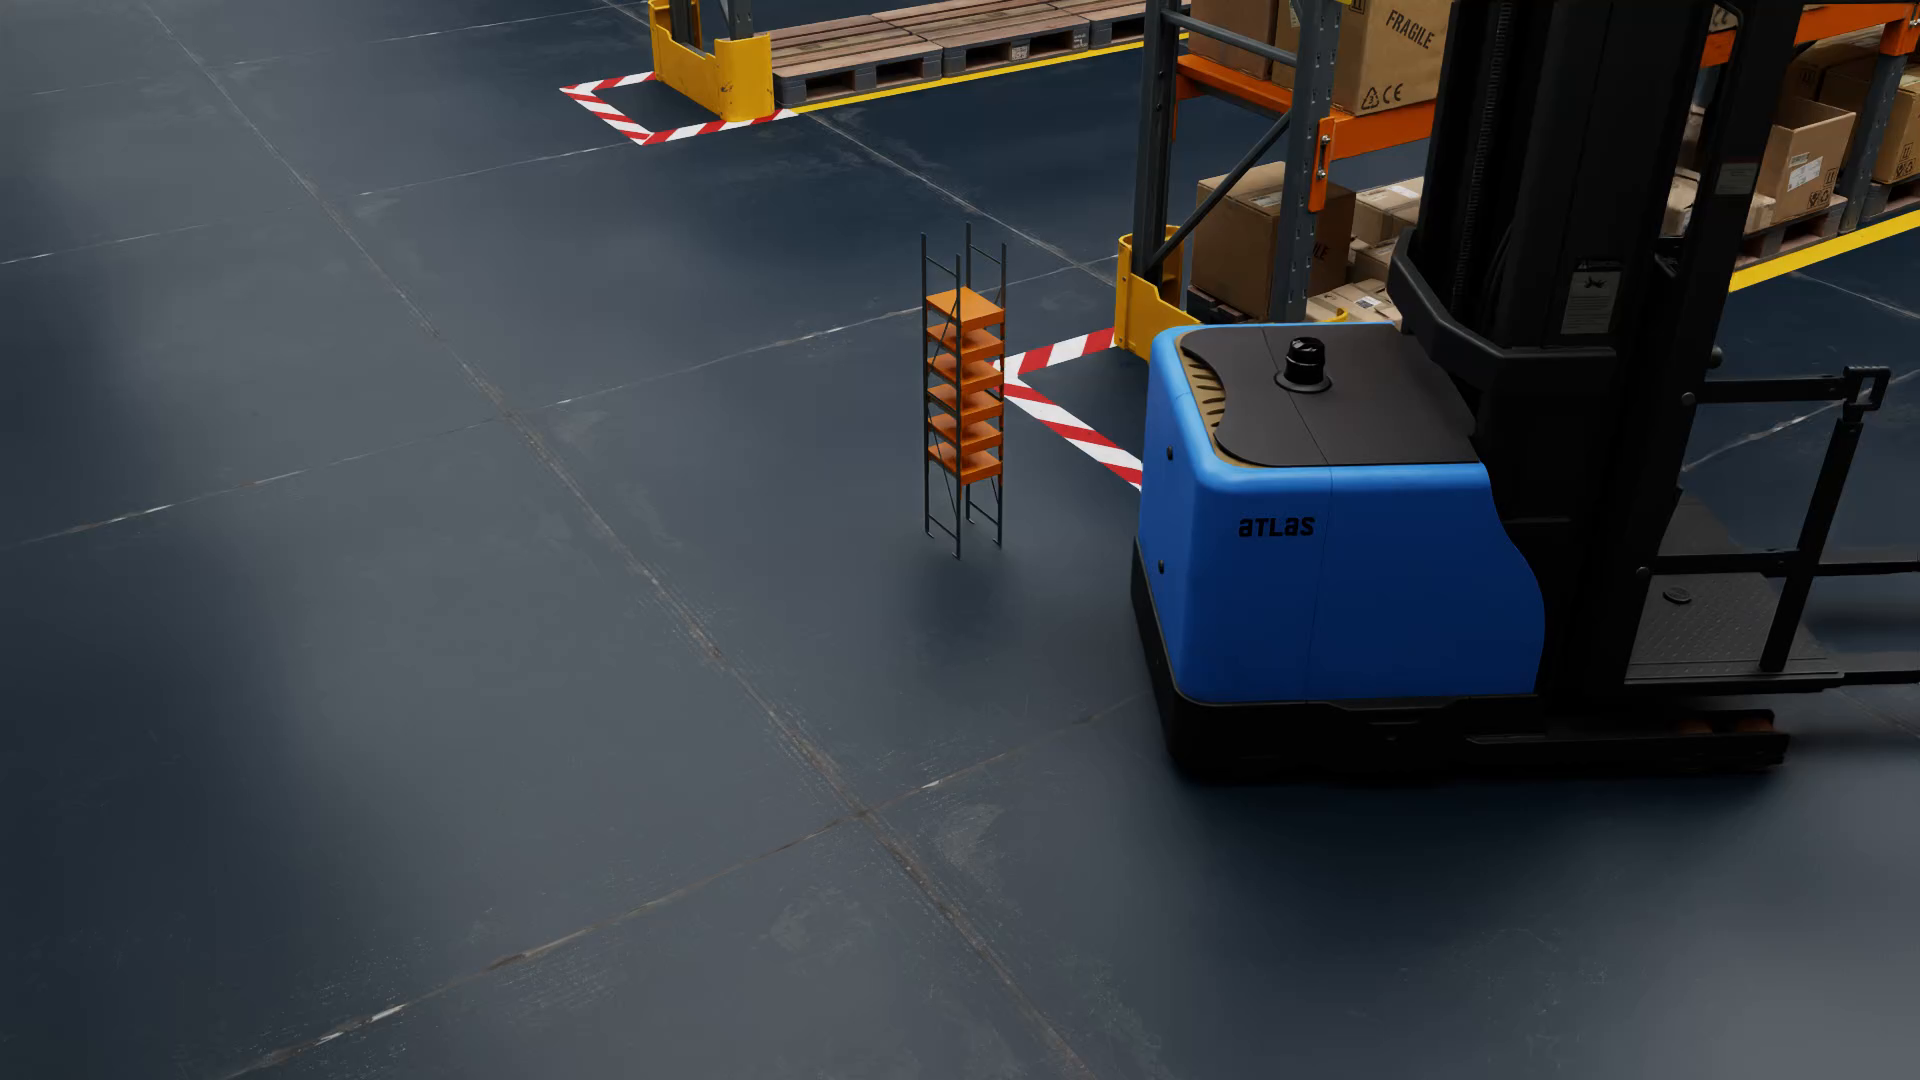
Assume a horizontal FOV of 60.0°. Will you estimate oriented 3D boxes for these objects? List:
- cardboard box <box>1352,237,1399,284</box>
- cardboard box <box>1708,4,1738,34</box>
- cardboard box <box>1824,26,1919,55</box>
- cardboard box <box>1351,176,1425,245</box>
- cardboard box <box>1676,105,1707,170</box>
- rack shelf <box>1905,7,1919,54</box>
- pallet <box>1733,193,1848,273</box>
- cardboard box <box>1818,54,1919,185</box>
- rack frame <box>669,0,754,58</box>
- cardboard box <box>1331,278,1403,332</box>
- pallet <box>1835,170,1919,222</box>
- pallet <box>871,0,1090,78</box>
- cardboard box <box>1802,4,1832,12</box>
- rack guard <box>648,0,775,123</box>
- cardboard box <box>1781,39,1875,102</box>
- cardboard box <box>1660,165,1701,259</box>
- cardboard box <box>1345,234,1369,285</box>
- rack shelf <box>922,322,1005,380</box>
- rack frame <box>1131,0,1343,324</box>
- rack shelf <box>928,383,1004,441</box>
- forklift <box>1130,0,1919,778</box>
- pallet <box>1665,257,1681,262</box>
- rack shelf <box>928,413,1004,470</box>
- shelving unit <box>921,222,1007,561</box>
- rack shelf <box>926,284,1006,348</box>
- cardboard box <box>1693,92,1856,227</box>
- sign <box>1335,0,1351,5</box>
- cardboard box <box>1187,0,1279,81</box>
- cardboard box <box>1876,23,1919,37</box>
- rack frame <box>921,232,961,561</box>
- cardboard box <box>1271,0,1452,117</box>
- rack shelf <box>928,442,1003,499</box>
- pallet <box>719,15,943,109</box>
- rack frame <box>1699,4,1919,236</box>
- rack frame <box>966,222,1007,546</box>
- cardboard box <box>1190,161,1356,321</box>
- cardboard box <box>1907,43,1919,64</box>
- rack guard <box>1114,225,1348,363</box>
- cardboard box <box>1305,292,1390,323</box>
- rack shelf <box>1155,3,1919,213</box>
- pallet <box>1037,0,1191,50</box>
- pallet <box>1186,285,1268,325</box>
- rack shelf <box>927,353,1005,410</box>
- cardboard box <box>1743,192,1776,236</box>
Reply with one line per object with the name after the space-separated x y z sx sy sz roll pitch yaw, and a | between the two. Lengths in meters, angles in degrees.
2.115 -1.161 7.443 0.500 0.250 0.500 -19 37 -27 | cardboard box
3.302 -2.603 7.471 0.500 0.500 0.500 -18 36 -26 | cardboard box
5.126 -2.658 9.583 0.500 0.500 0.500 -19 37 -27 | cardboard box
2.222 -1.515 8.005 0.500 0.250 0.500 -19 37 -27 | cardboard box
3.976 -2.144 8.945 0.500 0.311 0.500 -19 37 -27 | cardboard box
6.127 -3.393 9.492 4.000 0.370 1.077 -19 37 -27 | rack shelf
3.868 -1.742 8.813 1.213 0.211 1.003 -19 37 -27 | pallet
4.985 -2.279 8.981 0.500 0.500 0.500 -21 38 -29 | cardboard box
-1.596 -4.185 10.073 0.127 3.000 1.000 -19 37 -27 | rack frame
1.832 -0.990 7.251 0.250 0.166 0.380 -19 37 -27 | cardboard box
5.109 -2.192 9.527 1.213 0.211 1.003 -19 37 -27 | pallet
0.142 -3.577 11.723 1.213 0.211 1.003 -19 37 -27 | pallet
3.733 -2.752 7.708 0.500 0.500 0.500 -18 36 -26 | cardboard box
-1.610 -3.115 10.720 0.348 0.500 1.175 -19 37 -27 | rack guard
4.706 -2.519 9.363 0.500 0.500 0.500 -19 37 -28 | cardboard box
3.491 -1.659 8.177 0.500 0.311 0.500 -19 37 -27 | cardboard box
1.797 -1.295 7.735 0.250 0.166 0.380 -19 37 -27 | cardboard box
0.012 -0.677 5.832 0.180 0.103 0.258 -19 37 -27 | rack shelf
1.084 -1.963 6.550 0.127 3.000 1.000 -19 37 -27 | rack frame
0.012 -0.474 5.960 0.180 0.103 0.258 -19 37 -27 | rack shelf
2.131 -0.805 4.779 3.031 2.935 1.130 -2 32 -2 | forklift
2.842 -1.387 8.251 1.213 0.211 1.003 -19 37 -27 | pallet
0.012 -0.373 6.024 0.180 0.103 0.258 -19 37 -27 | rack shelf
0.012 -0.512 5.937 0.189 1.200 0.258 -19 37 -27 | shelving unit
0.012 -0.779 5.768 0.180 0.103 0.258 -19 37 -27 | rack shelf
4.121 -1.956 8.470 0.500 0.500 0.500 -19 37 -27 | cardboard box
1.378 -2.086 5.934 0.005 0.325 0.100 -19 37 -27 | sign
1.313 -2.257 6.922 0.500 0.500 0.500 -18 36 -26 | cardboard box
5.547 -2.803 9.813 0.500 0.500 0.500 -18 37 -27 | cardboard box
-0.065 -0.485 5.895 0.006 1.200 0.240 -19 37 -27 | rack frame
1.600 -2.015 6.540 0.500 0.500 0.500 -18 37 -26 | cardboard box
0.012 -0.271 6.088 0.180 0.103 0.258 -19 37 -27 | rack shelf
-0.882 -3.227 11.168 1.213 0.211 1.003 -19 37 -27 | pallet
4.446 -3.119 8.383 0.127 3.000 1.000 -19 37 -27 | rack frame
0.089 -0.538 5.978 0.006 1.200 0.240 -19 37 -27 | rack frame
1.408 -1.359 7.524 0.500 0.500 0.500 -19 37 -27 | cardboard box
5.427 -2.438 9.234 0.500 0.500 0.500 -18 37 -27 | cardboard box
1.148 -0.928 7.252 0.348 0.500 1.175 -19 37 -27 | rack guard
1.622 -0.910 7.141 0.250 0.149 0.380 -19 37 -27 | cardboard box
2.765 -2.237 7.659 4.000 0.370 1.077 -19 37 -27 | rack shelf
1.169 -3.932 12.286 1.213 0.211 1.003 -19 37 -27 | pallet
1.818 -1.036 7.695 1.213 0.211 1.003 -19 37 -27 | pallet
0.012 -0.576 5.896 0.180 0.103 0.258 -19 37 -27 | rack shelf
3.838 -1.672 8.349 0.250 0.149 0.380 -19 37 -27 | cardboard box
